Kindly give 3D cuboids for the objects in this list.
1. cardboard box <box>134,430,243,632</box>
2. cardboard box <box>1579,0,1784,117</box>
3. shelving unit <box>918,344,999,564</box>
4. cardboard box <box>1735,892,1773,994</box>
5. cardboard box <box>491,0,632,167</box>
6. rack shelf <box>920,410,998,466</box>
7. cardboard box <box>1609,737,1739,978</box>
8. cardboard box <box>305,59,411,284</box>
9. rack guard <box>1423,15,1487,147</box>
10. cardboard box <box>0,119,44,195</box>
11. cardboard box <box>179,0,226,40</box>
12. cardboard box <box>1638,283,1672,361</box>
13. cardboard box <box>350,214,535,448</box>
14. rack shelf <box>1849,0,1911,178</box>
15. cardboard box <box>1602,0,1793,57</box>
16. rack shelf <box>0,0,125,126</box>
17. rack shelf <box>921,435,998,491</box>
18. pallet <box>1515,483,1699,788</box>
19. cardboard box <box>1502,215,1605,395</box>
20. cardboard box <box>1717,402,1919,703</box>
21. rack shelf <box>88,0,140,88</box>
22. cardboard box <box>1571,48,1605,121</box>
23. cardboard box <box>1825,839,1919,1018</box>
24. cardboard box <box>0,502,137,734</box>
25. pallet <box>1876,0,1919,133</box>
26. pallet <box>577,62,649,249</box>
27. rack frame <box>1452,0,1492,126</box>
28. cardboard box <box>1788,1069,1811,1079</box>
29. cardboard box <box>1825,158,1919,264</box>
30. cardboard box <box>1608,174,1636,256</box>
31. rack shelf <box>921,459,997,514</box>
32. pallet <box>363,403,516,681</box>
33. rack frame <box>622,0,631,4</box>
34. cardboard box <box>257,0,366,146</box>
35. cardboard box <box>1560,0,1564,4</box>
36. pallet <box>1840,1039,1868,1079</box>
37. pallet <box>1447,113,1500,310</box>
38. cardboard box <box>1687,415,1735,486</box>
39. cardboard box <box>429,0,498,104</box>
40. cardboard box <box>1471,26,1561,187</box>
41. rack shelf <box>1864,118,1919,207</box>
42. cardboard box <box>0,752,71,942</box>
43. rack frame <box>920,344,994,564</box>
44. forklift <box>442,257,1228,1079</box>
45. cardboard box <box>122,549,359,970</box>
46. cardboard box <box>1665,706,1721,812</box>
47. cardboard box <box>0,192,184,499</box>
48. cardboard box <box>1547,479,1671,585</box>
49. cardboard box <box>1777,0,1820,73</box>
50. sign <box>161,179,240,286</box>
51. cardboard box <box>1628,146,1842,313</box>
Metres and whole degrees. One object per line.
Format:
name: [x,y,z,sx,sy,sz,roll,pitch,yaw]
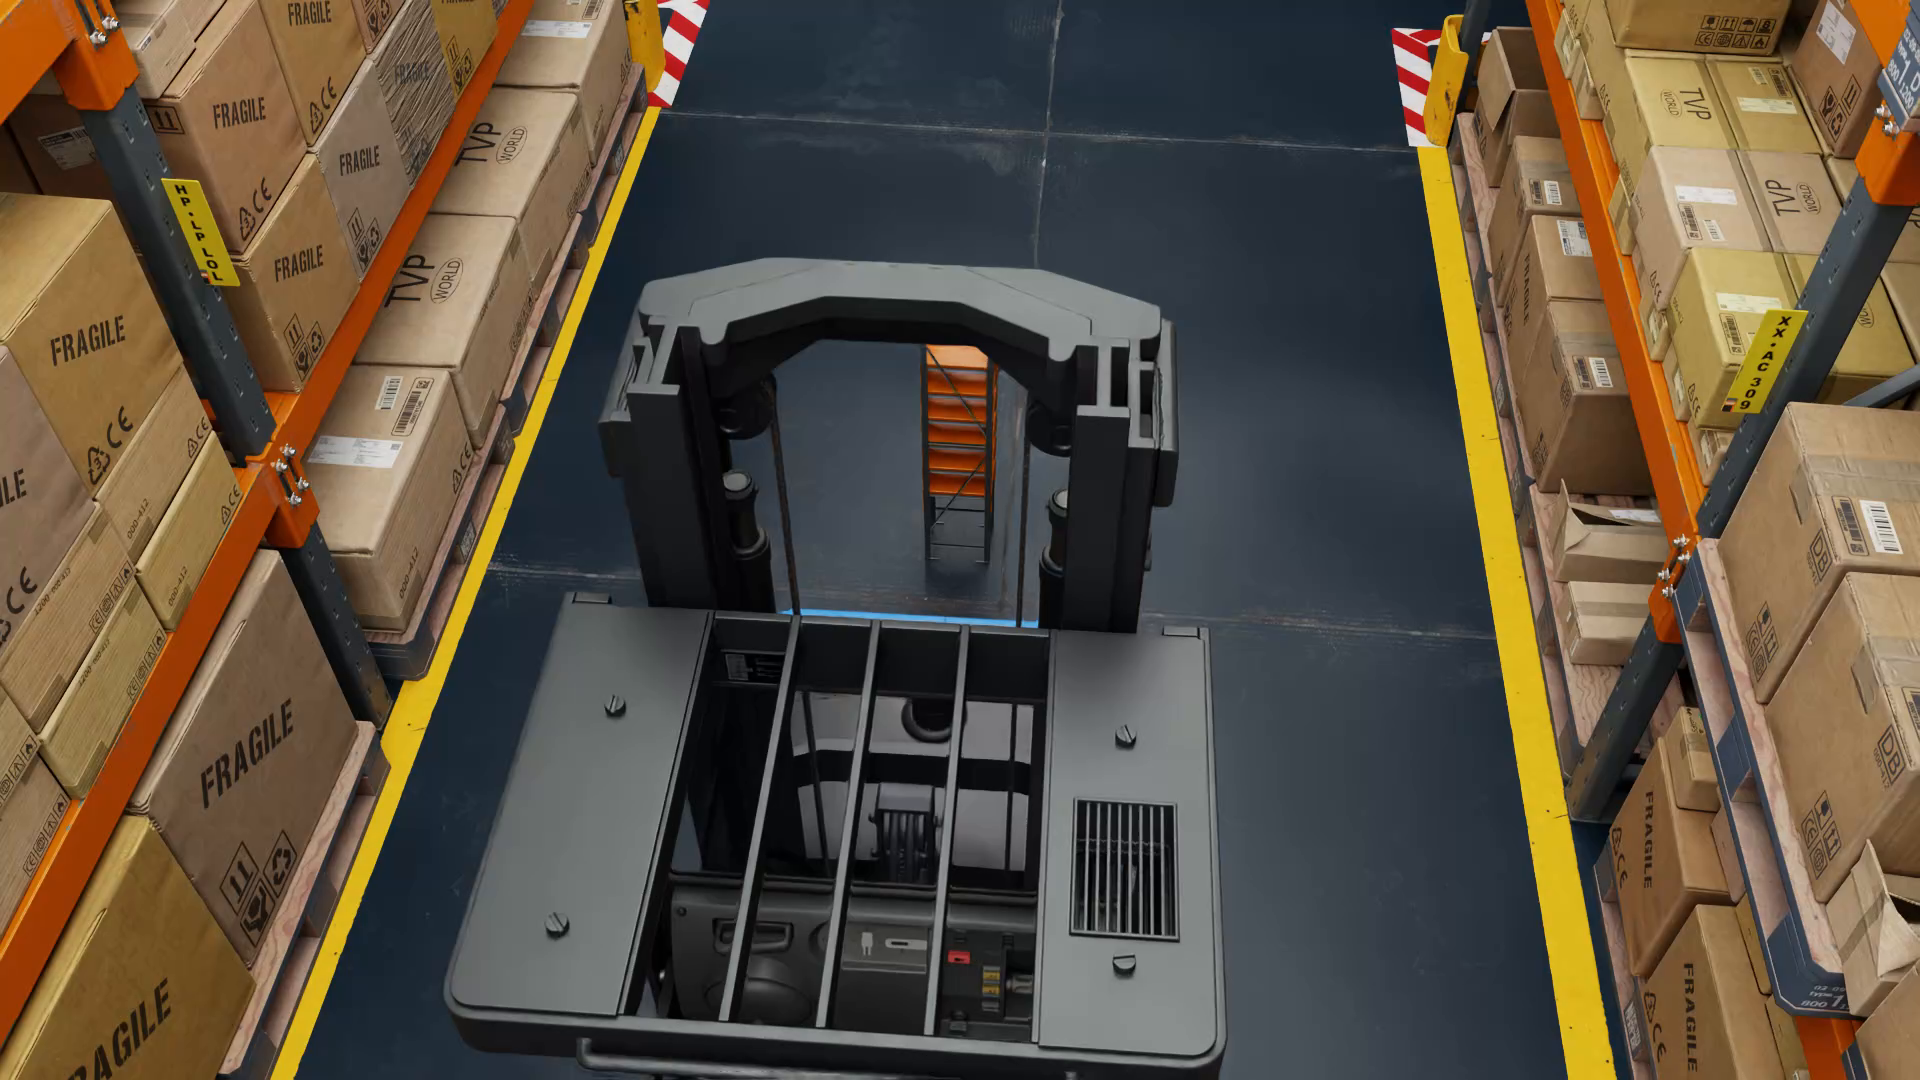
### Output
cardboard box: [-2.245,-0.040,4.355,0.500,0.250,0.500,3,48,3]
cardboard box: [2.429,-1.659,5.635,0.500,0.250,0.500,3,48,3]
shelving unit: [-0.001,-0.394,5.798,0.258,1.200,0.189,4,48,4]
cardboard box: [2.230,1.021,4.253,0.380,0.149,0.250,2,48,2]
cardboard box: [-2.052,-2.162,7.646,0.875,0.438,0.875,2,48,2]
rack shelf: [-0.001,-0.364,5.830,0.258,0.103,0.180,4,48,4]
cardboard box: [2.220,0.936,4.770,0.500,0.500,0.500,6,48,5]
cardboard box: [-2.102,-1.167,5.217,0.500,0.500,0.500,4,48,4]
rack guard: [2.845,-2.146,7.874,1.175,0.500,0.348,4,48,4]
cardboard box: [-2.687,-1.174,4.545,0.500,0.500,0.500,4,48,3]
cardboard box: [-2.161,-1.431,4.341,0.380,0.149,0.250,5,48,4]
cardboard box: [2.267,-0.658,4.989,0.380,0.149,0.250,5,48,5]
cardboard box: [-2.210,-0.826,6.425,0.875,0.438,0.875,3,48,2]
rack shelf: [2.670,-2.345,4.817,1.077,0.370,4.000,4,48,4]
cardboard box: [2.406,-1.931,5.375,0.500,0.500,0.500,5,48,5]
rack shelf: [-2.638,0.263,2.431,1.077,0.370,4.000,4,48,4]
rack shelf: [-0.001,-0.283,5.919,0.258,0.103,0.180,4,48,4]
pallet: [2.551,0.331,5.805,1.003,0.211,1.213,4,48,4]
cardboard box: [2.438,-0.893,6.443,0.500,0.500,0.500,5,48,4]
cardboard box: [2.221,0.059,3.811,0.700,0.500,0.500,5,48,5]
rack shelf: [-2.273,-2.676,5.120,1.077,0.370,4.000,4,48,4]
cardboard box: [2.379,-1.599,5.850,0.380,0.149,0.250,5,48,4]
cardboard box: [1.979,0.793,3.299,0.396,0.266,0.258,6,48,5]
cardboard box: [-2.292,0.153,3.840,0.500,0.250,0.500,5,48,4]
pallet: [2.359,-0.580,2.843,1.213,0.211,1.003,4,48,4]
pallet: [-2.086,-1.842,7.792,1.003,0.211,1.213,4,48,4]
rack frame: [2.852,-3.045,7.003,1.000,3.000,0.127,4,48,4]
cardboard box: [2.159,1.404,3.903,0.380,0.149,0.250,4,48,3]
cardboard box: [2.841,-0.870,4.913,0.500,0.250,0.500,3,48,3]
cardboard box: [2.313,-1.038,5.337,0.380,0.149,0.250,3,48,3]
rack shelf: [-0.001,-0.202,6.007,0.258,0.103,0.180,4,48,4]
pallet: [-2.308,-0.049,6.152,1.003,0.211,1.213,4,48,4]
rack frame: [-2.091,-3.376,7.305,1.000,3.000,0.127,4,48,4]
cardboard box: [-2.119,-1.513,4.855,0.500,0.500,0.500,3,48,3]
cardboard box: [2.499,-2.170,6.372,0.380,0.149,0.250,5,48,5]
pallet: [2.296,1.469,3.004,1.003,0.211,1.213,4,48,4]
pallet: [2.774,-1.462,7.445,1.003,0.211,1.213,4,48,4]
cardboard box: [2.265,-0.272,4.637,0.380,0.149,0.250,4,48,4]
cardboard box: [-2.003,-1.911,5.897,0.500,0.500,0.500,5,48,5]
cardboard box: [2.702,-1.901,7.363,0.797,0.503,0.637,2,48,2]
rack shelf: [2.306,0.594,2.129,1.077,0.370,4.000,4,48,4]
cardboard box: [-2.358,0.704,3.675,0.500,0.250,0.500,3,48,2]
rack frame: [-0.010,-0.327,5.736,0.240,1.200,0.006,4,48,4]
forklift: [-0.148,1.033,3.319,1.130,2.935,3.031,3,48,3]
cardboard box: [-2.432,0.599,4.824,0.875,0.875,0.875,5,48,5]
cardboard box: [2.190,0.623,4.617,0.380,0.149,0.250,6,48,5]
cardboard box: [-2.246,-0.463,3.895,0.500,0.500,0.500,5,48,5]
cardboard box: [2.279,-0.016,5.800,0.396,0.266,0.258,5,48,5]
cardboard box: [2.929,-1.613,5.592,0.500,0.250,0.500,4,48,3]
sign: [-1.914,-0.772,4.192,0.100,0.325,0.005,4,48,4]
cardboard box: [2.322,-0.916,4.955,0.500,0.250,0.500,4,48,4]
